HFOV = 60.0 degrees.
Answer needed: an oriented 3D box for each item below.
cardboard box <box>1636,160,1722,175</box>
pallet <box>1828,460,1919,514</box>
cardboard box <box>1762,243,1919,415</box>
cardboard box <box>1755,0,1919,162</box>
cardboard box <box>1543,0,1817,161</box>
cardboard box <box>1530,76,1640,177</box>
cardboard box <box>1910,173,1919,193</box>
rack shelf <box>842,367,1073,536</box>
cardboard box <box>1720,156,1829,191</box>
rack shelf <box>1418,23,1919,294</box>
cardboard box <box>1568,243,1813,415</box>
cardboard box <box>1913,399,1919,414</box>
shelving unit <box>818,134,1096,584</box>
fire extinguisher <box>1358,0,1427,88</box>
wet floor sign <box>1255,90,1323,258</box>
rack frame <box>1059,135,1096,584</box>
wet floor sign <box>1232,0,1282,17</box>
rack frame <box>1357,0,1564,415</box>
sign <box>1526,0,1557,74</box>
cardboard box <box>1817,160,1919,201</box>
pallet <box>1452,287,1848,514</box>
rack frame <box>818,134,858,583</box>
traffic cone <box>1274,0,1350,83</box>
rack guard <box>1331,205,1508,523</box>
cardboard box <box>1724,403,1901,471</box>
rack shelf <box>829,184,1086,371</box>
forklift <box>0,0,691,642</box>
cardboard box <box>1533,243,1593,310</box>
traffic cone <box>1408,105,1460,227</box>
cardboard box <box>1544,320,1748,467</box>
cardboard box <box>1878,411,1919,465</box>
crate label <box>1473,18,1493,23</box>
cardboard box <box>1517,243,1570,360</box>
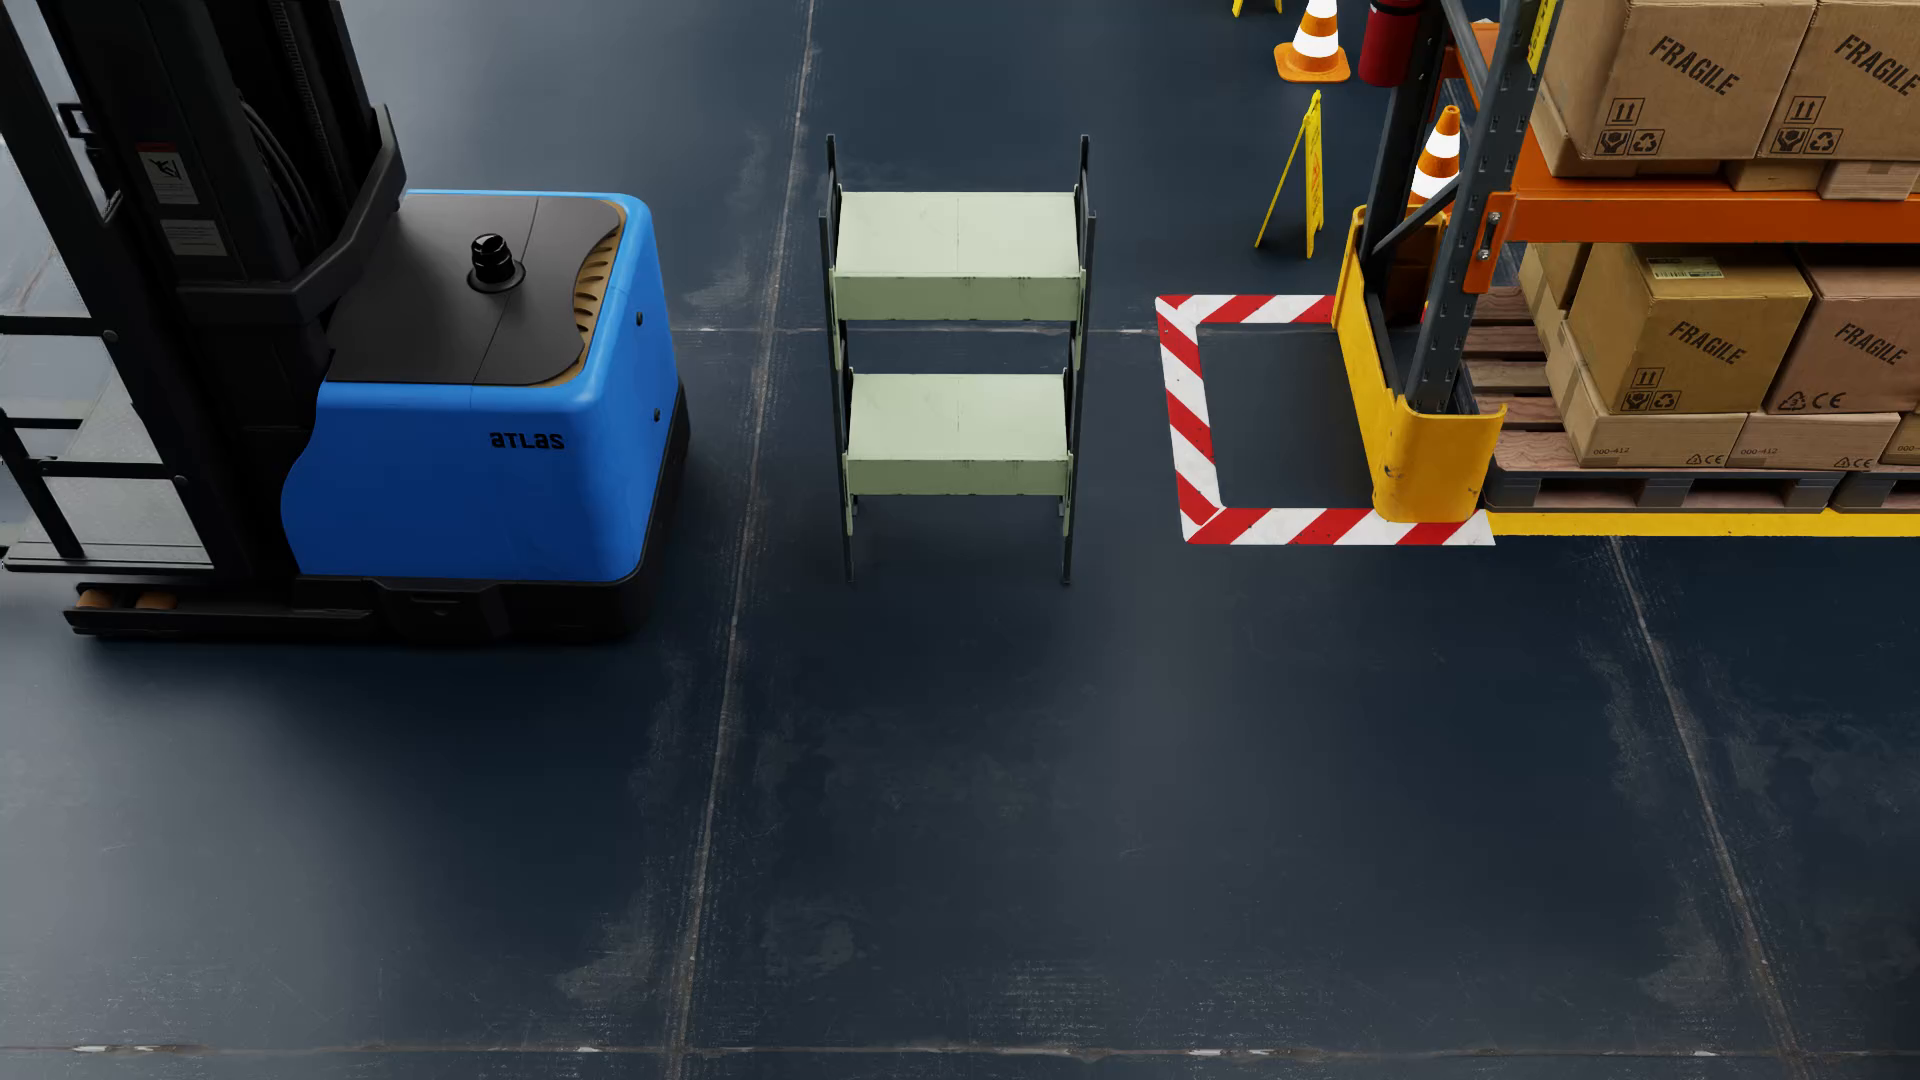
[{"bbox_3d":[2.150,-1.282,5.066,0.250,0.149,0.380,1,47,1],"label":"cardboard box"},{"bbox_3d":[3.664,-0.527,6.096,1.213,0.211,1.003,0,47,0],"label":"pallet"},{"bbox_3d":[2.911,-0.770,5.497,0.500,0.500,0.500,-1,47,-1],"label":"cardboard box"},{"bbox_3d":[2.550,-1.443,4.772,0.500,0.500,0.500,1,47,1],"label":"cardboard box"},{"bbox_3d":[2.032,-1.442,4.771,0.500,0.500,0.500,0,47,0],"label":"cardboard box"},{"bbox_3d":[1.898,-1.272,5.057,0.250,0.149,0.380,0,47,0],"label":"cardboard box"},{"bbox_3d":[2.928,-1.212,5.000,0.250,0.149,0.380,1,47,1],"label":"cardboard box"},{"bbox_3d":[-0.007,-0.289,5.440,0.720,0.370,0.431,0,47,0],"label":"rack shelf"},{"bbox_3d":[2.415,-1.222,5.010,0.250,0.149,0.380,-1,47,-1],"label":"cardboard box"},{"bbox_3d":[3.559,-1.260,5.365,4.000,0.370,1.077,0,47,0],"label":"rack shelf"},{"bbox_3d":[2.388,-0.768,5.495,0.500,0.500,0.500,-1,47,-1],"label":"cardboard box"},{"bbox_3d":[3.413,-0.762,5.490,0.500,0.500,0.500,1,47,1],"label":"cardboard box"},{"bbox_3d":[-0.007,-0.511,5.201,0.755,1.500,0.431,0,47,0],"label":"shelving unit"},{"bbox_3d":[1.446,-1.822,5.449,0.183,0.674,0.296,0,47,0],"label":"fire extinguisher"},{"bbox_3d":[1.373,-1.492,6.698,0.232,0.644,0.267,15,49,14],"label":"wet floor sign"},{"bbox_3d":[0.359,-0.510,5.200,0.023,1.500,0.400,0,47,0],"label":"rack frame"},{"bbox_3d":[1.440,-2.883,7.992,0.232,0.644,0.267,-7,47,-7],"label":"wet floor sign"},{"bbox_3d":[1.559,-1.511,5.107,0.127,3.000,1.000,0,47,0],"label":"rack frame"},{"bbox_3d":[1.557,-1.408,4.420,0.005,0.325,0.100,0,47,0],"label":"sign"},{"bbox_3d":[2.669,-1.188,4.978,0.250,0.149,0.380,1,47,1],"label":"cardboard box"},{"bbox_3d":[2.447,-0.532,6.101,1.213,0.211,1.003,0,47,0],"label":"pallet"},{"bbox_3d":[-0.373,-0.512,5.202,0.023,1.500,0.400,0,47,0],"label":"rack frame"},{"bbox_3d":[1.658,-2.403,7.670,0.334,0.463,0.336,0,47,0],"label":"traffic cone"},{"bbox_3d":[1.635,-0.659,6.022,0.348,0.500,1.175,0,47,0],"label":"rack guard"},{"bbox_3d":[2.875,-0.505,5.763,0.500,0.250,0.500,2,47,2],"label":"cardboard box"},{"bbox_3d":[-0.007,-0.777,4.915,0.720,0.370,0.431,0,47,0],"label":"rack shelf"},{"bbox_3d":[-2.502,-1.064,4.738,3.031,2.935,1.130,1,47,1],"label":"forklift"},{"bbox_3d":[2.361,-1.161,5.861,0.500,0.500,0.500,0,47,0],"label":"cardboard box"},{"bbox_3d":[1.994,-1.589,6.913,0.334,0.463,0.336,0,47,0],"label":"traffic cone"},{"bbox_3d":[2.365,-0.512,5.769,0.500,0.250,0.500,0,47,0],"label":"cardboard box"},{"bbox_3d":[3.421,-0.513,5.770,0.500,0.250,0.500,3,47,3],"label":"cardboard box"},{"bbox_3d":[2.444,-2.335,7.830,0.298,0.136,0.250,-23,51,-20],"label":"crate label"},{"bbox_3d":[2.392,-0.911,6.141,0.500,0.250,0.500,0,47,0],"label":"cardboard box"}]
